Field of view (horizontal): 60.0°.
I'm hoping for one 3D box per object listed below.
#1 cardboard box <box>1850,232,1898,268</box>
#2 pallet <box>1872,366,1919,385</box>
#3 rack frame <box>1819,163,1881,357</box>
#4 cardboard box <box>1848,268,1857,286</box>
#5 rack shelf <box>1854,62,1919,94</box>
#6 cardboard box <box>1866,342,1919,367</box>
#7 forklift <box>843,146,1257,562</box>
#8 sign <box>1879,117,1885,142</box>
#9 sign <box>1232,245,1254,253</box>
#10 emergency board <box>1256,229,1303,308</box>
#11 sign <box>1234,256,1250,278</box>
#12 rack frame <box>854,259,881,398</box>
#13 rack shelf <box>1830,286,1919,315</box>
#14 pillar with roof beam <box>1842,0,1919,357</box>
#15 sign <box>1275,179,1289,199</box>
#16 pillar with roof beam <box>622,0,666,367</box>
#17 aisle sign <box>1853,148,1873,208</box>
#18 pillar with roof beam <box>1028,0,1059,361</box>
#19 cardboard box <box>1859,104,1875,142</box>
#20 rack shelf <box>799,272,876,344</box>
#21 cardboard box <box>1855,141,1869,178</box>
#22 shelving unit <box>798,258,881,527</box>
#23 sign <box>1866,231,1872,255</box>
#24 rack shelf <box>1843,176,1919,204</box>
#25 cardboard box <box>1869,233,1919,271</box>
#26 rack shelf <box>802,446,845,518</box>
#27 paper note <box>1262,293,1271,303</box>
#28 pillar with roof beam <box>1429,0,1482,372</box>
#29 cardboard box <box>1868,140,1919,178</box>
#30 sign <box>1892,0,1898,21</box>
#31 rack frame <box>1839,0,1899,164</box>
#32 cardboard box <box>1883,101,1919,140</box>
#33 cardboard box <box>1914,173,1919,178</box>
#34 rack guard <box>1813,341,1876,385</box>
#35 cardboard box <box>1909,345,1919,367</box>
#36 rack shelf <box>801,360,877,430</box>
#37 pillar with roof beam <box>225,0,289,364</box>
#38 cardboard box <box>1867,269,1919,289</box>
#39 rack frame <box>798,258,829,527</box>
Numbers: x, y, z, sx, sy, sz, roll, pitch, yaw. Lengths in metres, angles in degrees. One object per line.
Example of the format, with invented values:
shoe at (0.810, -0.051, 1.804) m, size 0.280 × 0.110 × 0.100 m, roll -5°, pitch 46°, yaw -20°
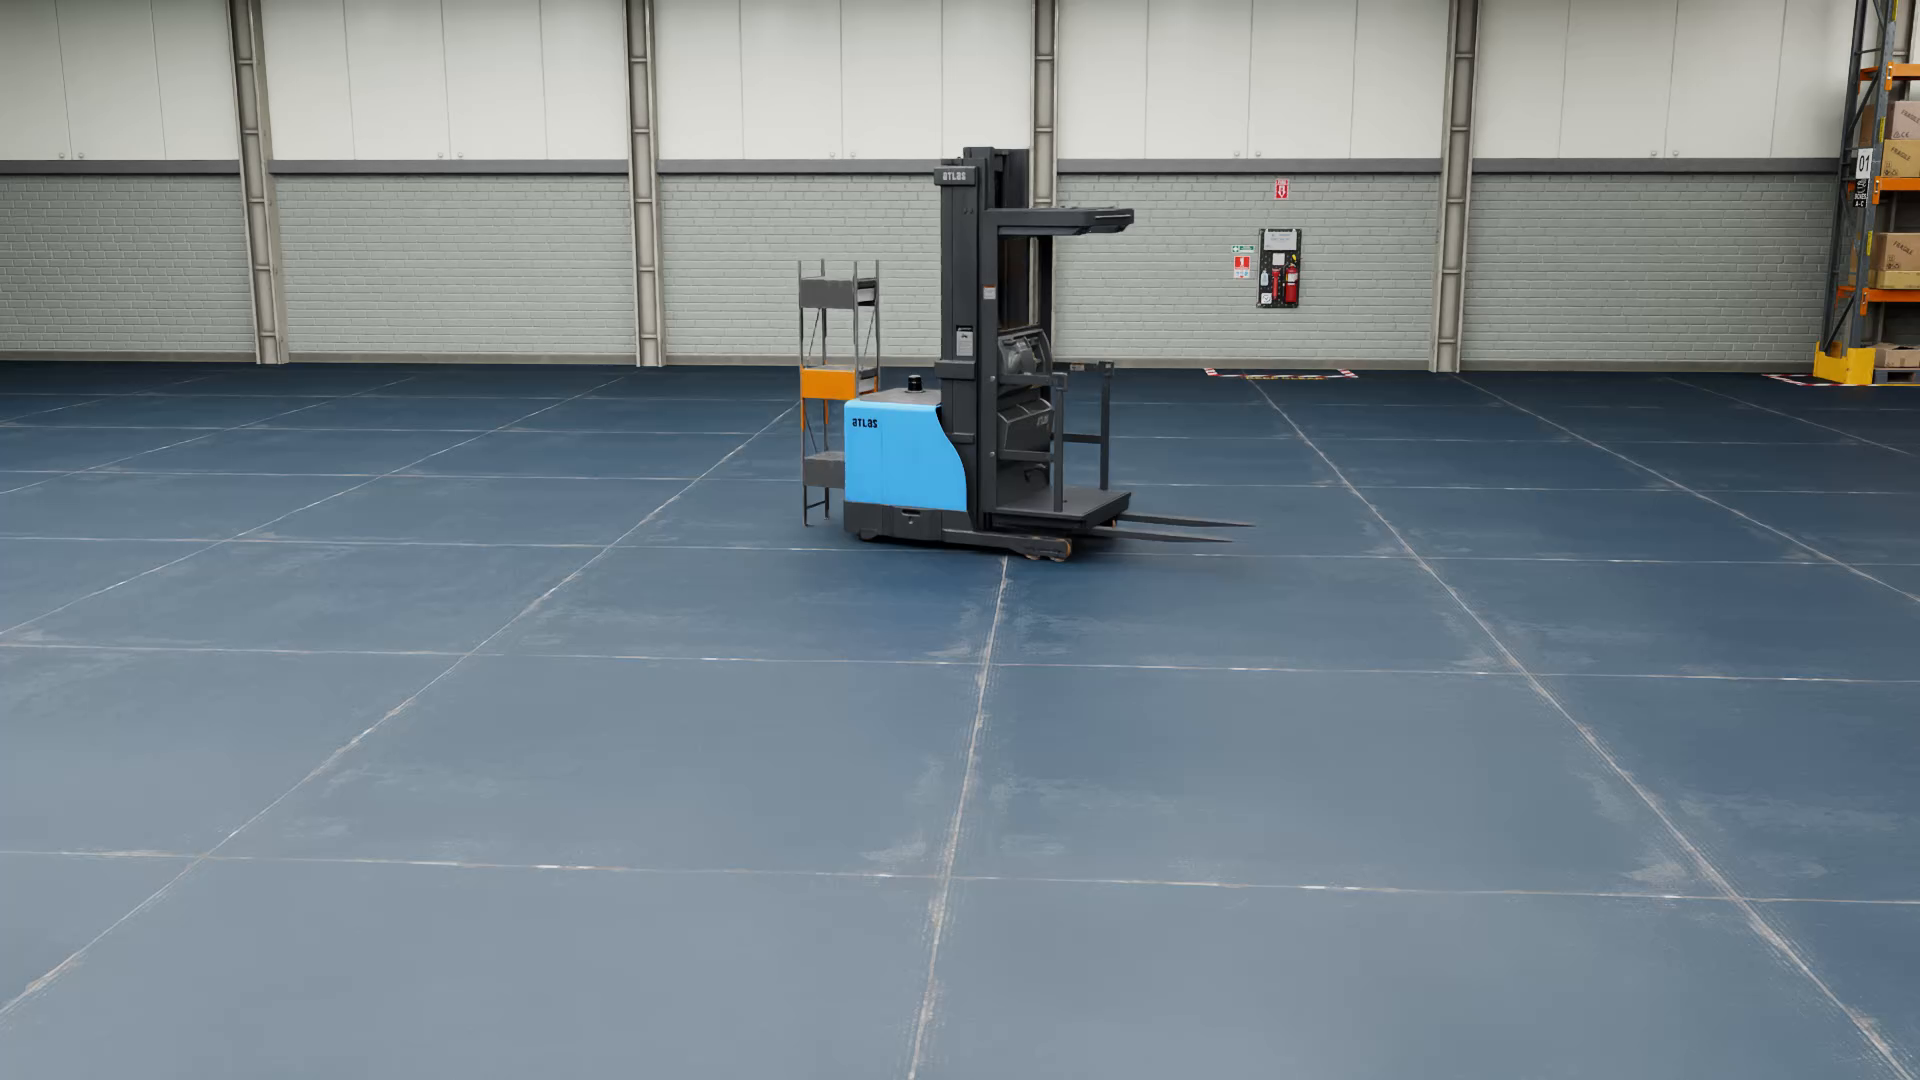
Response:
cardboard box at (12.938, -4.082, 23.442) m, size 0.500 × 0.500 × 0.500 m, roll 1°, pitch 12°, yaw 3°
pallet at (13.337, -2.357, 23.521) m, size 1.213 × 0.211 × 1.003 m, roll 1°, pitch 12°, yaw 4°
rack frame at (12.453, -3.742, 23.329) m, size 0.127 × 3.000 × 1.000 m, roll 1°, pitch 12°, yaw 4°
cardboard box at (12.933, -3.711, 23.501) m, size 0.500 × 0.250 × 0.500 m, roll 1°, pitch 12°, yaw 5°
rack shelf at (14.449, -6.297, 22.658) m, size 4.000 × 0.370 × 1.077 m, roll 1°, pitch 12°, yaw 4°
cardboard box at (13.137, -2.613, 23.426) m, size 0.500 × 0.311 × 0.500 m, roll -1°, pitch 12°, yaw -3°
forklift at (0.668, -1.400, 12.304) m, size 3.031 × 2.935 × 1.130 m, roll 5°, pitch 13°, yaw 24°
sign at (12.417, -5.527, 22.402) m, size 0.005 × 0.325 × 0.100 m, roll 1°, pitch 12°, yaw 4°
sign at (4.219, -4.336, 24.789) m, size 0.331 × 0.109 × 0.001 m, roll 1°, pitch 12°, yaw 4°
emergency board at (4.760, -4.032, 24.719) m, size 0.643 × 1.169 × 0.194 m, roll 1°, pitch 12°, yaw 4°
sign at (4.215, -4.078, 24.852) m, size 0.234 × 0.329 × 0.001 m, roll 1°, pitch 12°, yaw 4°
rack frame at (-0.720, -1.128, 13.033) m, size 0.015 × 2.100 × 0.400 m, roll 5°, pitch 13°, yaw 24°
rack shelf at (14.449, -3.362, 23.271) m, size 4.000 × 0.370 × 1.077 m, roll 1°, pitch 12°, yaw 4°
pillar with roof beam at (12.922, -5.966, 19.309) m, size 0.400 × 9.000 × 9.100 m, roll 1°, pitch 12°, yaw 4°
sign at (4.758, -5.187, 24.579) m, size 0.199 × 0.298 × 0.001 m, roll 1°, pitch 12°, yaw 4°
pillar with roof beam at (-5.038, -6.212, 20.486) m, size 0.400 × 9.000 × 9.100 m, roll 1°, pitch 12°, yaw 4°
aisle sign at (12.361, -4.954, 22.774) m, size 0.004 × 0.787 × 0.394 m, roll 1°, pitch 12°, yaw 4°
pillar with roof beam at (0.949, -6.130, 20.094) m, size 0.400 × 9.000 × 9.100 m, roll 1°, pitch 12°, yaw 4°
cardboard box at (12.901, -5.805, 23.134) m, size 0.500 × 0.500 × 0.500 m, roll 1°, pitch 12°, yaw 6°
rack shelf at (-0.942, -1.821, 12.991) m, size 0.480 × 0.518 × 0.431 m, roll 5°, pitch 13°, yaw 24°
cardboard box at (12.886, -5.314, 23.229) m, size 0.500 × 0.500 × 0.500 m, roll 2°, pitch 12°, yaw 8°
shelving unit at (-0.942, -1.149, 13.131) m, size 0.503 × 2.100 × 0.431 m, roll 5°, pitch 13°, yaw 24°
sign at (12.417, -4.054, 22.710) m, size 0.005 × 0.325 × 0.100 m, roll 1°, pitch 12°, yaw 4°
rack shelf at (14.449, -4.830, 22.964) m, size 4.000 × 0.370 × 1.077 m, roll 1°, pitch 12°, yaw 4°
cardboard box at (12.909, -3.977, 22.940) m, size 0.500 × 0.500 × 0.500 m, roll 1°, pitch 12°, yaw 4°
rack shelf at (-0.942, -0.450, 13.278) m, size 0.480 × 0.518 × 0.431 m, roll 5°, pitch 13°, yaw 24°
paper note at (4.588, -3.618, 24.888) m, size 0.142 × 0.148 × 0.016 m, roll 1°, pitch 12°, yaw 4°
pillar with roof beam at (6.935, -6.048, 19.701) m, size 0.400 × 9.000 × 9.100 m, roll 1°, pitch 12°, yaw 4°
cardboard box at (12.770, -5.213, 22.743) m, size 0.500 × 0.500 × 0.500 m, roll 1°, pitch 12°, yaw 5°
sign at (12.417, -7.063, 22.081) m, size 0.005 × 0.325 × 0.100 m, roll 1°, pitch 12°, yaw 4°
rack frame at (12.453, -6.678, 22.714) m, size 0.127 × 3.000 × 1.000 m, roll 1°, pitch 12°, yaw 4°
cardboard box at (12.821, -5.703, 22.644) m, size 0.500 × 0.500 × 0.500 m, roll 0°, pitch 12°, yaw 0°
cardboard box at (13.304, -5.198, 22.673) m, size 0.500 × 0.500 × 0.500 m, roll 2°, pitch 12°, yaw 8°
rack guard at (12.529, -2.517, 23.580) m, size 0.348 × 0.500 × 1.175 m, roll 1°, pitch 12°, yaw 4°
cardboard box at (13.706, -2.605, 23.388) m, size 0.500 × 0.311 × 0.500 m, roll 2°, pitch 12°, yaw 8°
rack shelf at (-0.942, -1.135, 13.134) m, size 0.480 × 0.518 × 0.431 m, roll 5°, pitch 13°, yaw 24°
pillar with roof beam at (-11.025, -6.294, 20.879) m, size 0.400 × 9.000 × 9.100 m, roll 1°, pitch 12°, yaw 4°
cardboard box at (12.919, -3.606, 23.000) m, size 0.500 × 0.250 × 0.500 m, roll 0°, pitch 12°, yaw 2°
rack frame at (-1.164, -1.169, 13.230) m, size 0.015 × 2.100 × 0.400 m, roll 5°, pitch 13°, yaw 24°
